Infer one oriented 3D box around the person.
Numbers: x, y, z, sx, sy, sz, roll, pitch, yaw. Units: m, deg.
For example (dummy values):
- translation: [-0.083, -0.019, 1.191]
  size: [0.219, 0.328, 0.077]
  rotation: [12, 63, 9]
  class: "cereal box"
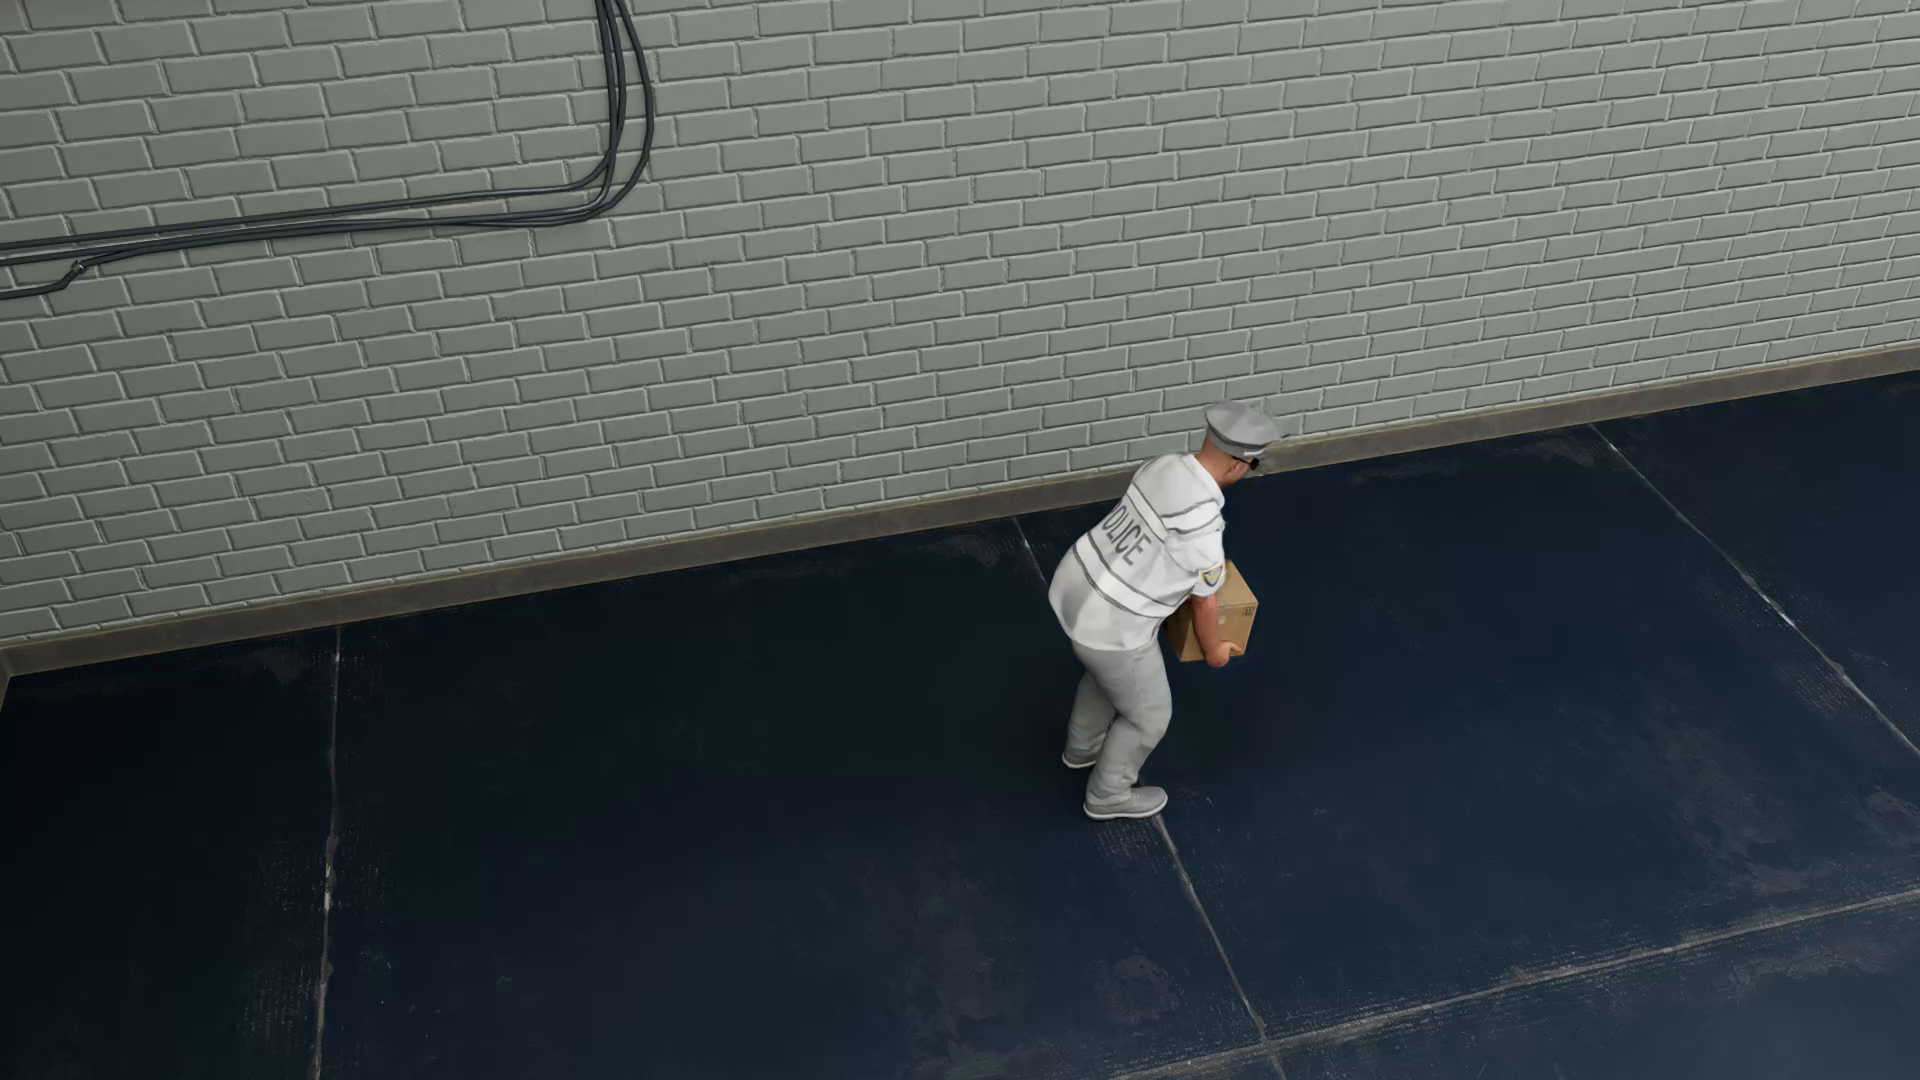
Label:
- translation: [0.691, 0.271, 5.918]
  size: [0.748, 1.614, 0.486]
  rotation: [-10, 39, -13]
  class: "person"
